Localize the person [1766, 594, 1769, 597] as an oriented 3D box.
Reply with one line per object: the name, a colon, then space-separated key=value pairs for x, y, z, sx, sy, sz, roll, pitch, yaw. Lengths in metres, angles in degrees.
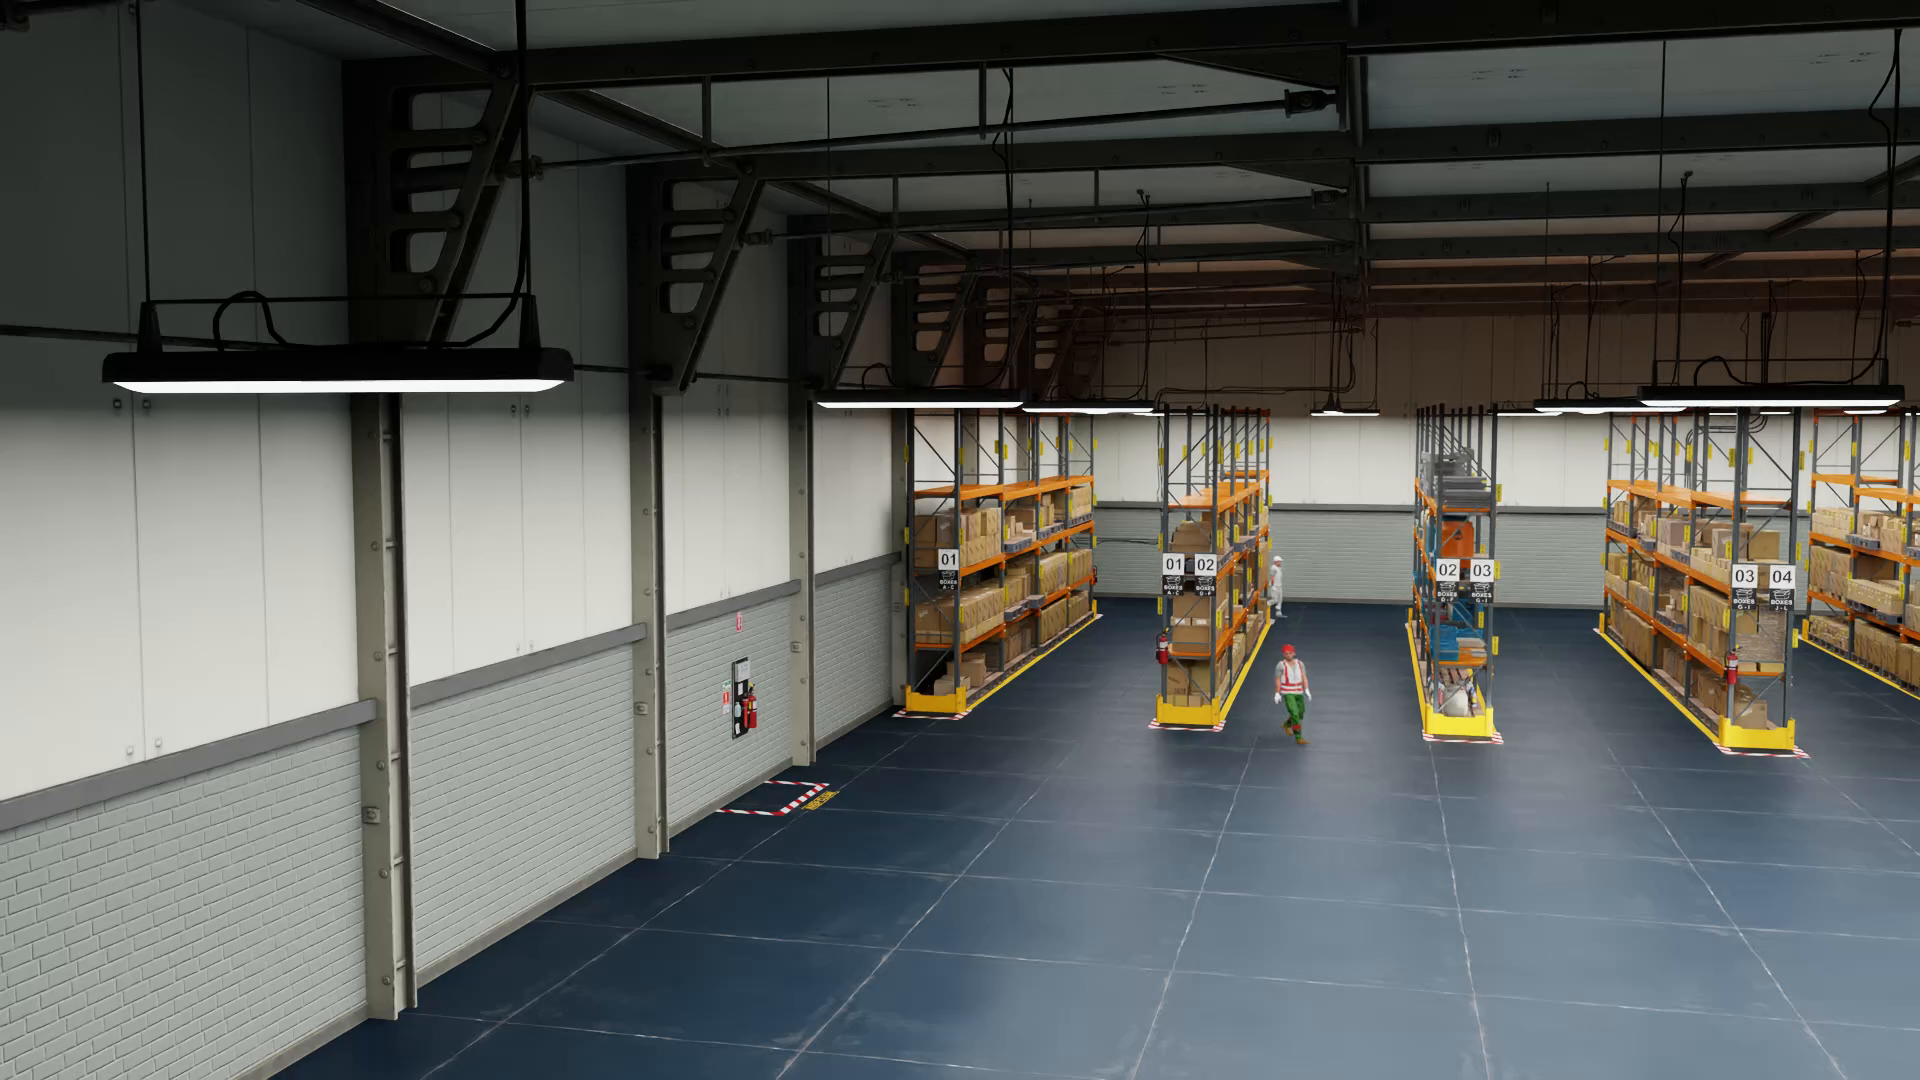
person: x=22.461 y=1.563 z=45.709 sx=0.513 sy=1.622 sz=1.032 roll=4 pitch=6 yaw=42

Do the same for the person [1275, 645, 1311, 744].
person: x=5.894 y=2.713 z=29.443 sx=0.538 sy=1.733 sz=0.955 roll=-2 pitch=4 yaw=-21

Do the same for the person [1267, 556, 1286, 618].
person: x=9.016 y=1.351 z=47.773 sx=0.703 sy=1.782 sz=0.612 roll=2 pitch=5 yaw=30
